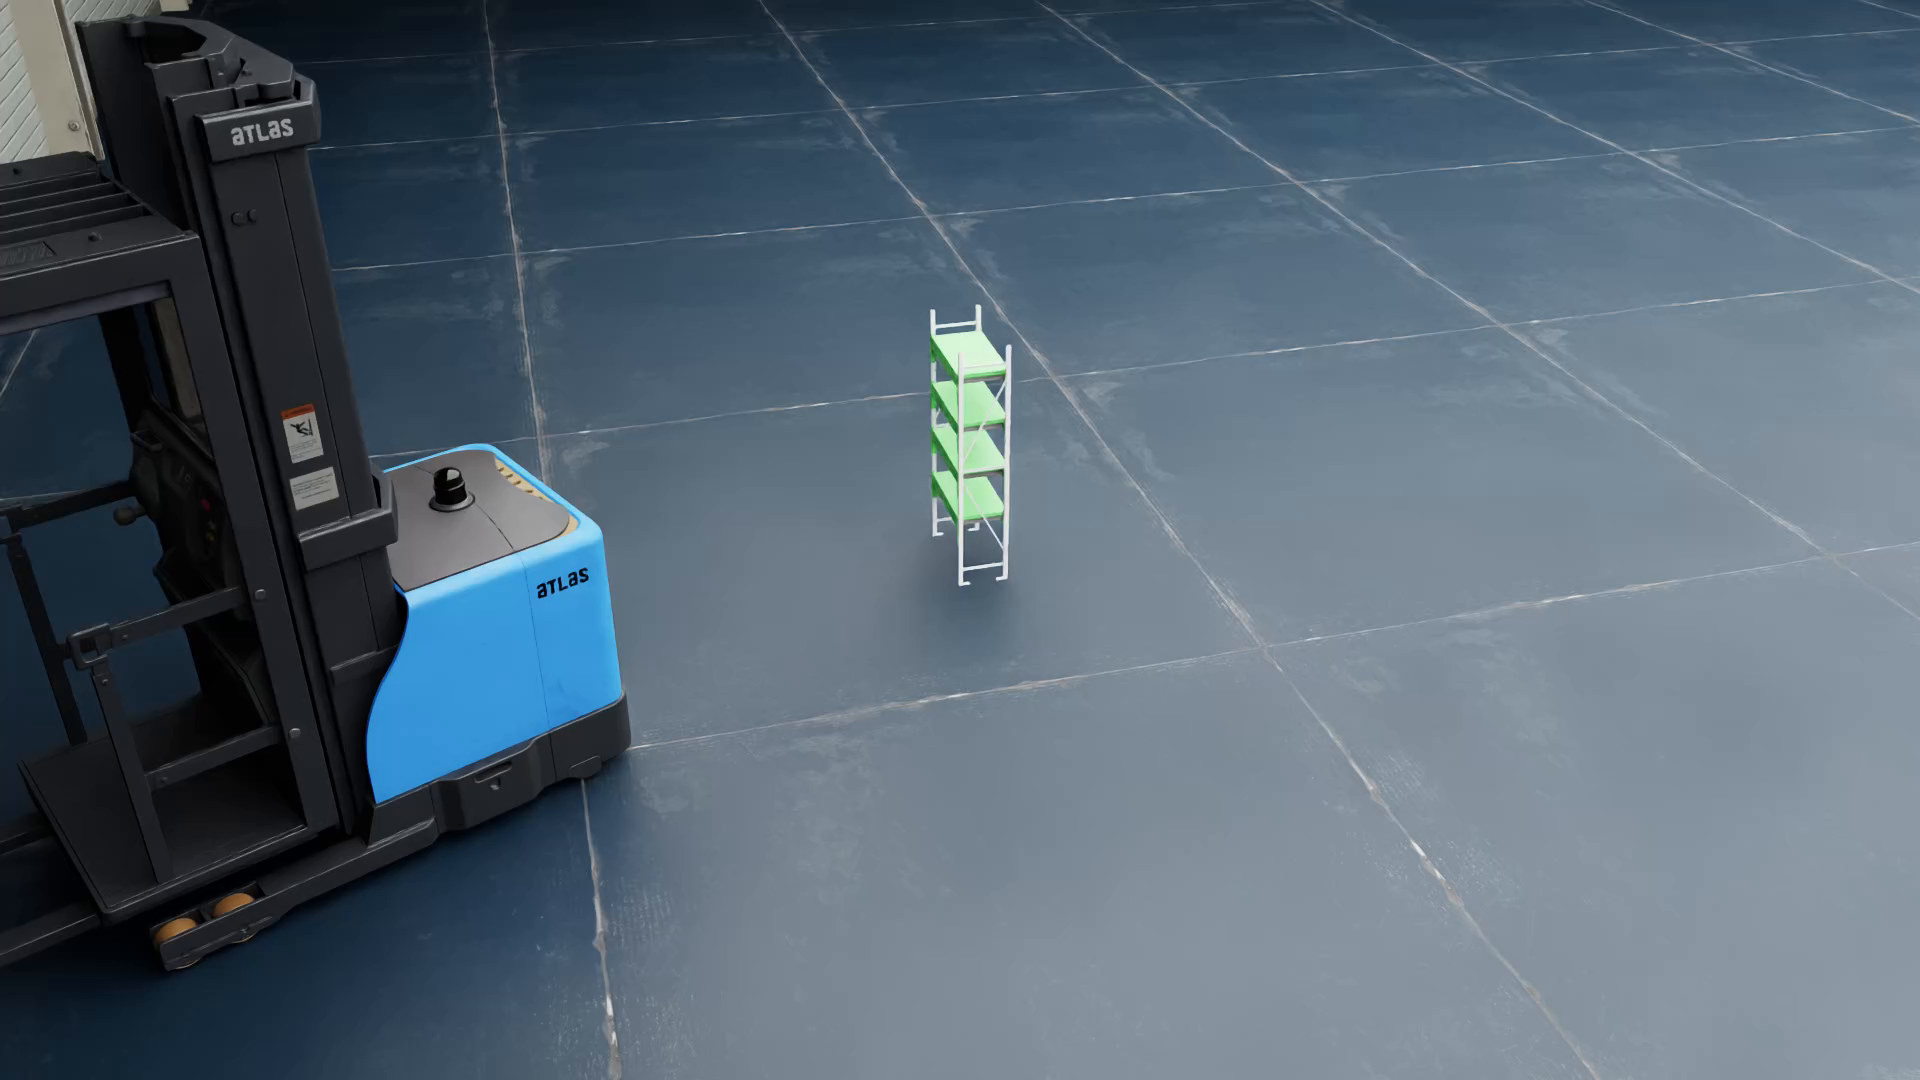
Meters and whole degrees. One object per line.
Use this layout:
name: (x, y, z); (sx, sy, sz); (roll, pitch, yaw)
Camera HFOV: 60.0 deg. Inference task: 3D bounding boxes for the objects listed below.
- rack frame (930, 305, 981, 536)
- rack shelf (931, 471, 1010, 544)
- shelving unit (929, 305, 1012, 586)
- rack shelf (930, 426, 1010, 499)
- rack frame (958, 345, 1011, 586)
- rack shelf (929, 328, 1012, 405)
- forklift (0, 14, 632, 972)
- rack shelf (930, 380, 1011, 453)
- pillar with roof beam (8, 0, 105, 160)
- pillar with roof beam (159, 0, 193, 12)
rack frame: (-0.021, -0.557, 8.015); (0.240, 1.200, 0.015); (-8, 31, -13)
rack shelf: (0.044, -0.176, 7.964); (0.258, 0.148, 0.480); (-8, 31, -13)
shelving unit: (0.044, -0.439, 7.811); (0.258, 1.200, 0.503); (-8, 31, -13)
rack shelf: (0.044, -0.384, 7.843); (0.258, 0.148, 0.480); (-8, 31, -13)
rack frame: (0.109, -0.321, 7.608); (0.240, 1.200, 0.015); (-8, 31, -13)
rack shelf: (0.044, -0.799, 7.603); (0.258, 0.148, 0.480); (-8, 31, -13)
forklift: (-2.777, -0.097, 5.492); (3.031, 2.935, 1.130); (-23, 37, -34)
rack shelf: (0.044, -0.592, 7.723); (0.258, 0.148, 0.480); (-8, 31, -13)
pillar with roof beam: (-2.978, -7.495, 12.217); (9.100, 9.000, 0.400); (-8, 31, -13)
pillar with roof beam: (-4.570, -10.393, 17.223); (9.100, 9.000, 0.400); (-8, 31, -13)
